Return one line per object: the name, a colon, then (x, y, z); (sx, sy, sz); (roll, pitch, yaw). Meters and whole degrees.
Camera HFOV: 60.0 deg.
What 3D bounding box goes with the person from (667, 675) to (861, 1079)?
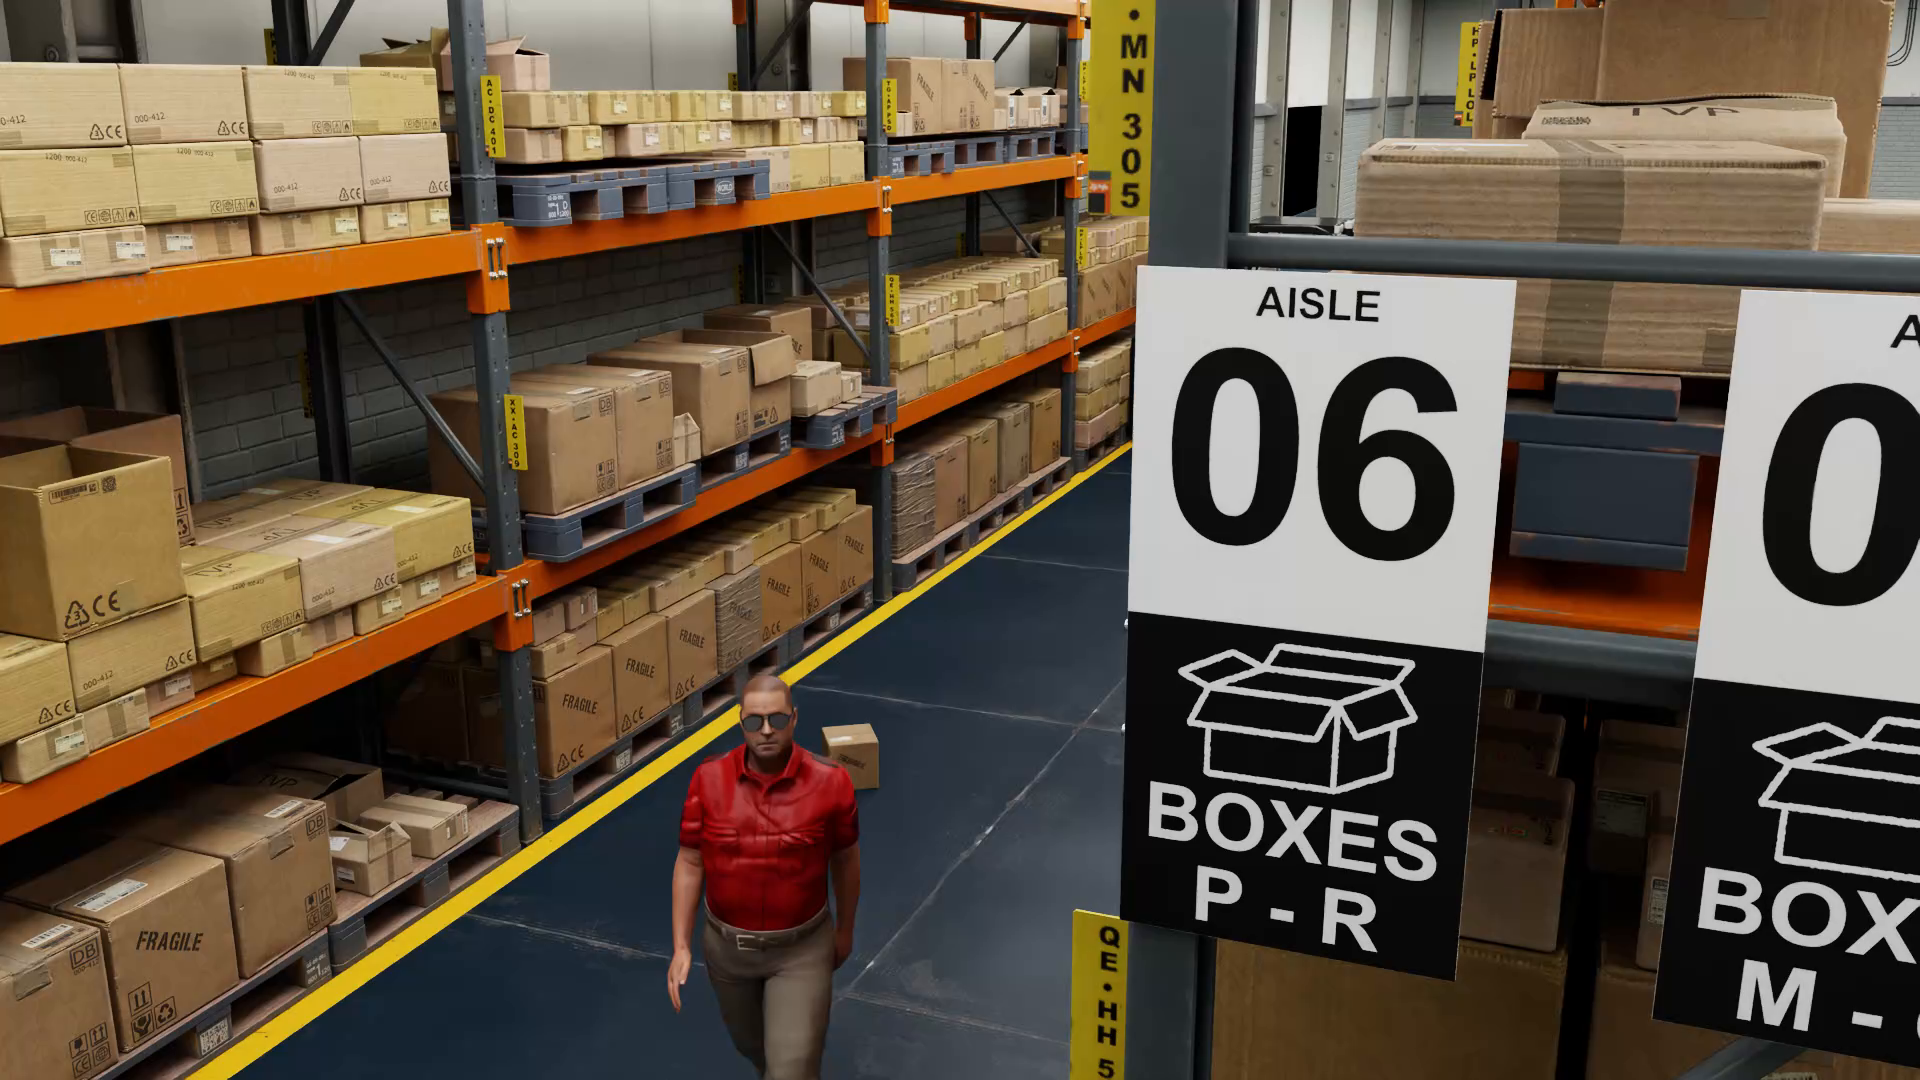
person: (-0.598, 1.232, 5.044); (0.539, 1.672, 1.032); (2, 15, 9)
